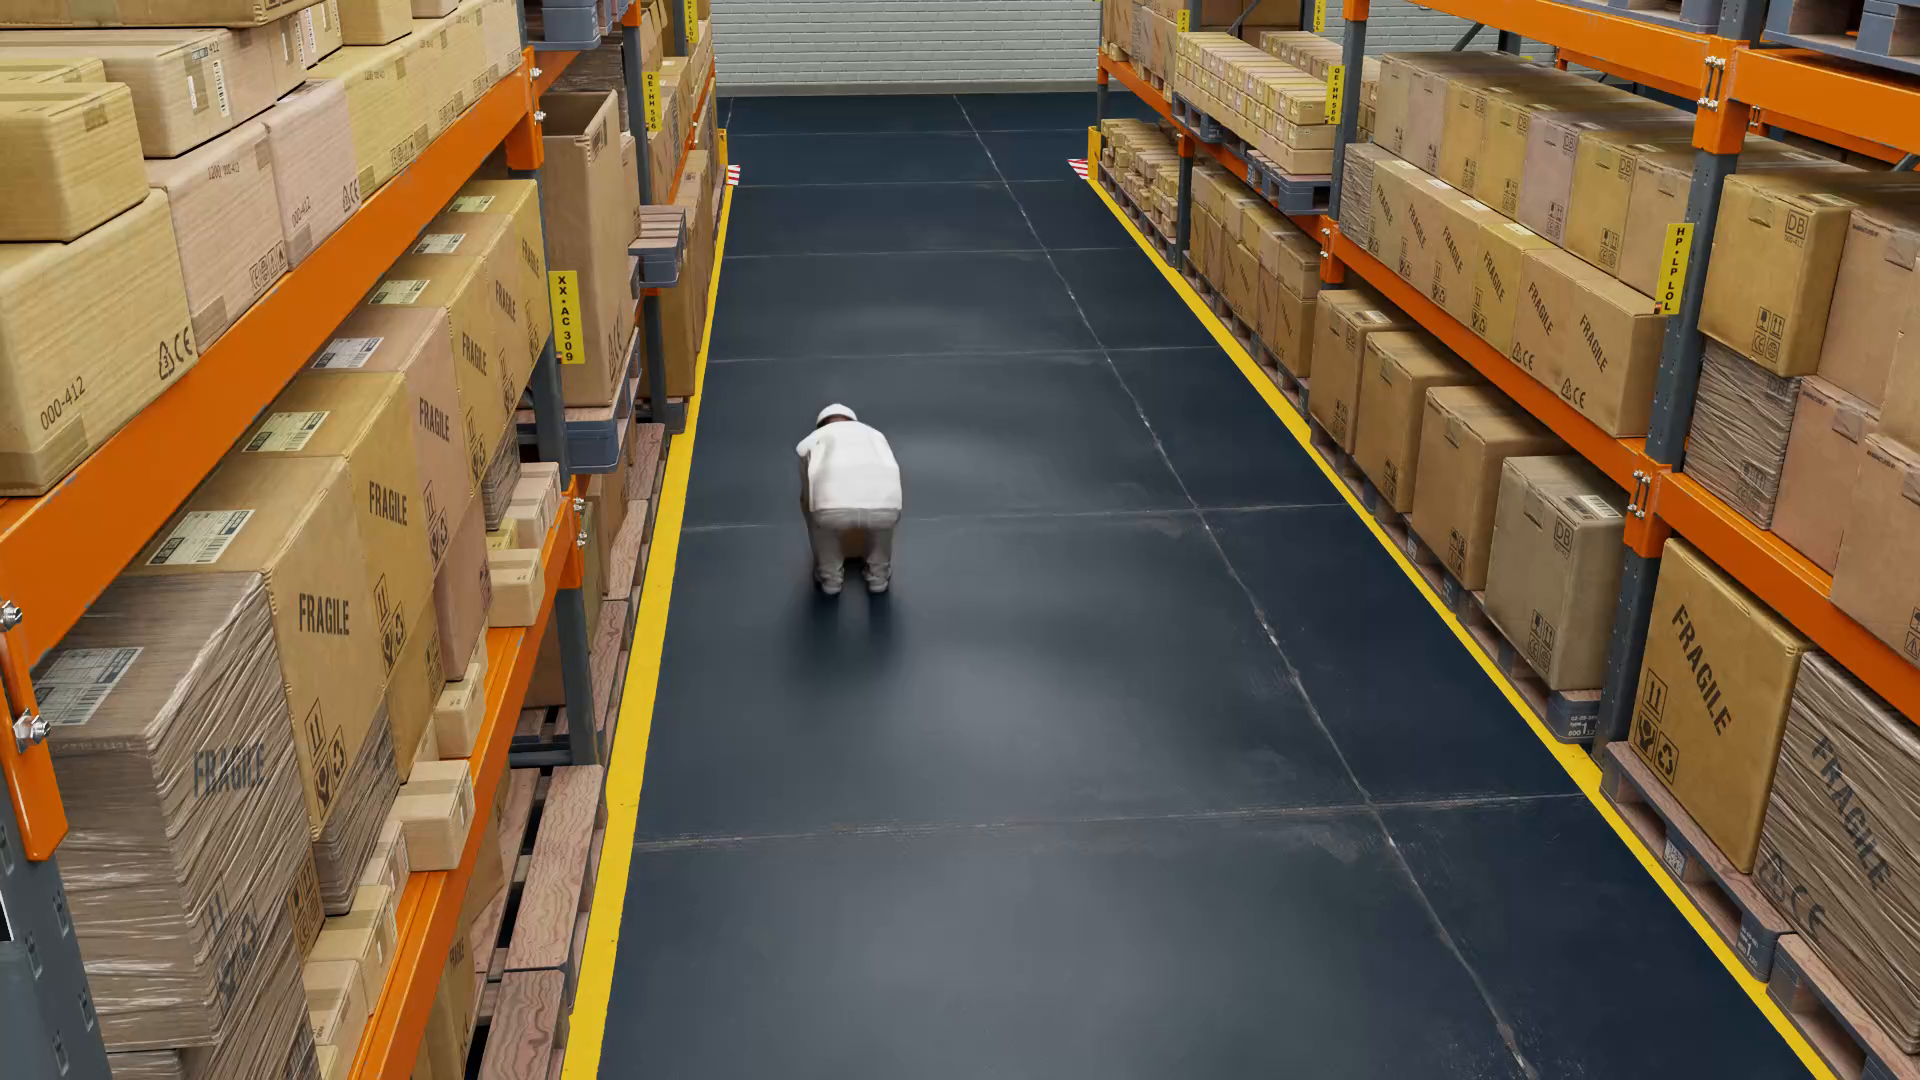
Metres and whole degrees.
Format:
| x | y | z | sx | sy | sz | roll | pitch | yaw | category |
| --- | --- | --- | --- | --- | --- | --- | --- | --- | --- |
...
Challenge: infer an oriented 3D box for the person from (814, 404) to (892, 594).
| x | y | z | sx | sy | sz | roll | pitch | yaw | category |
| --- | --- | --- | --- | --- | --- | --- | --- | --- | --- |
| -3.966 | -2.253 | 6.689 | 7.332 | 5.813 | 11.426 | -3 | 24 | -6 | person |
